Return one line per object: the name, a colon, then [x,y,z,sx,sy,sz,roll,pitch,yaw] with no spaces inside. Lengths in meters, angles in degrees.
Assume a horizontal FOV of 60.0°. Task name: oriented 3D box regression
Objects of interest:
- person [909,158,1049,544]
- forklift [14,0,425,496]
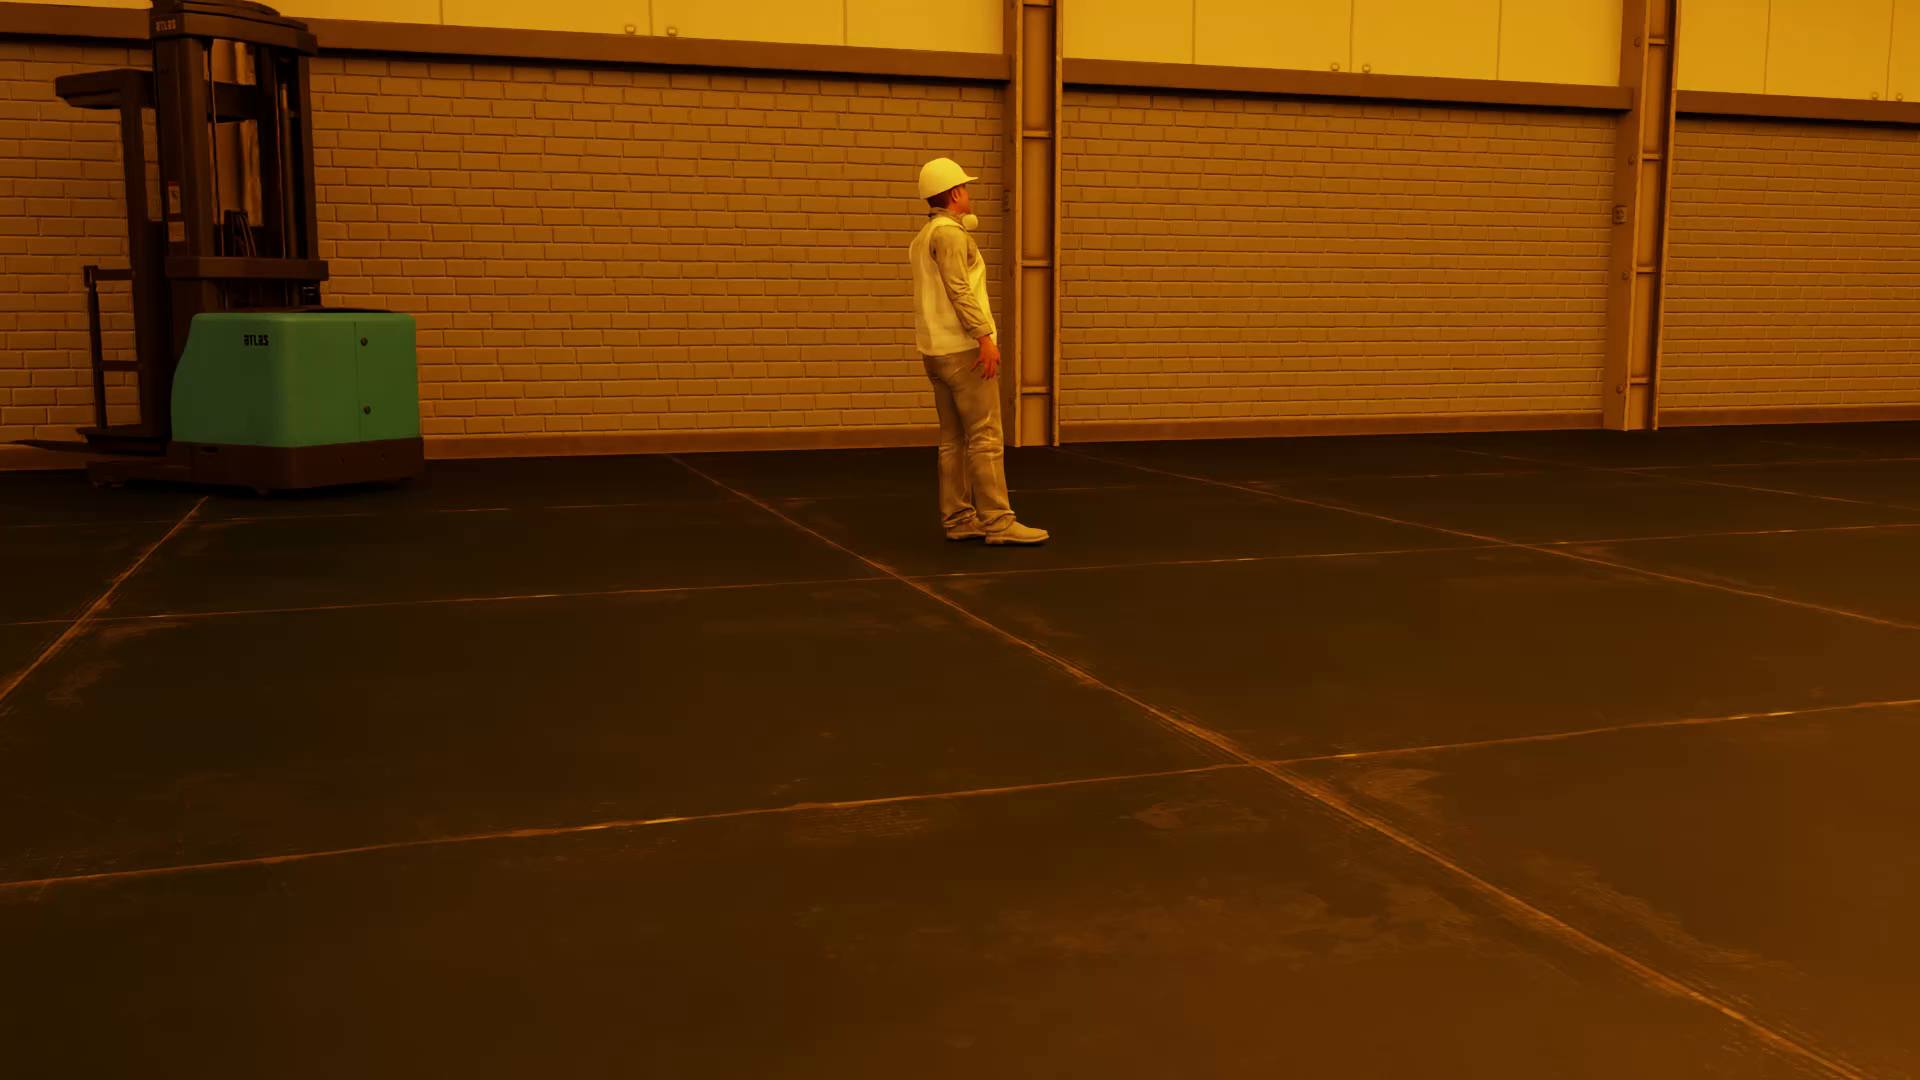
person: [0.062,-0.888,7.816,0.566,1.775,0.634,-3,8,-18]
forklift: [-4.865,-1.829,10.499,3.031,2.935,1.130,5,9,30]
